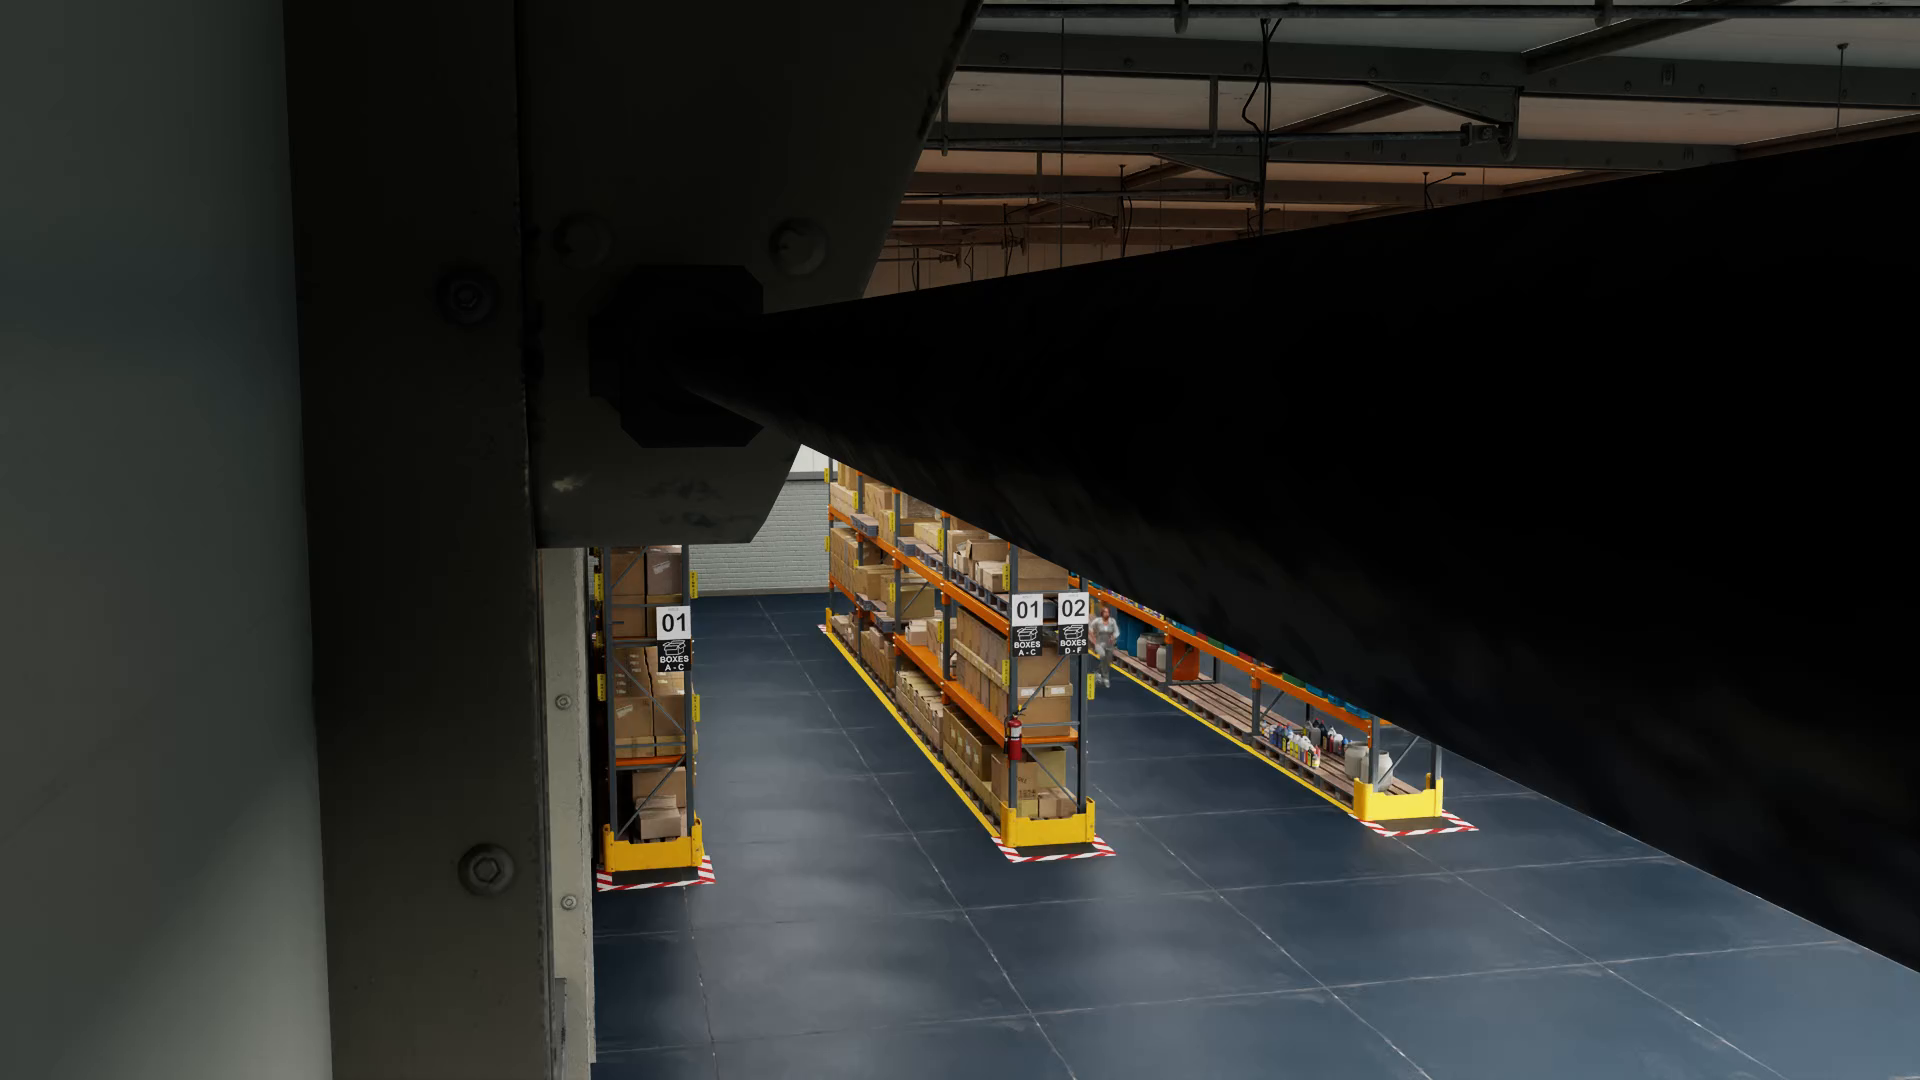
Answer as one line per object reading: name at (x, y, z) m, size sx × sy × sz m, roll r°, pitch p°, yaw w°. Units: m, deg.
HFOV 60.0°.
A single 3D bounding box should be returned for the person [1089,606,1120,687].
person at (2.606, 1.891, 29.952) m, size 0.506 × 1.455 × 1.024 m, roll -2°, pitch 7°, yaw -13°
